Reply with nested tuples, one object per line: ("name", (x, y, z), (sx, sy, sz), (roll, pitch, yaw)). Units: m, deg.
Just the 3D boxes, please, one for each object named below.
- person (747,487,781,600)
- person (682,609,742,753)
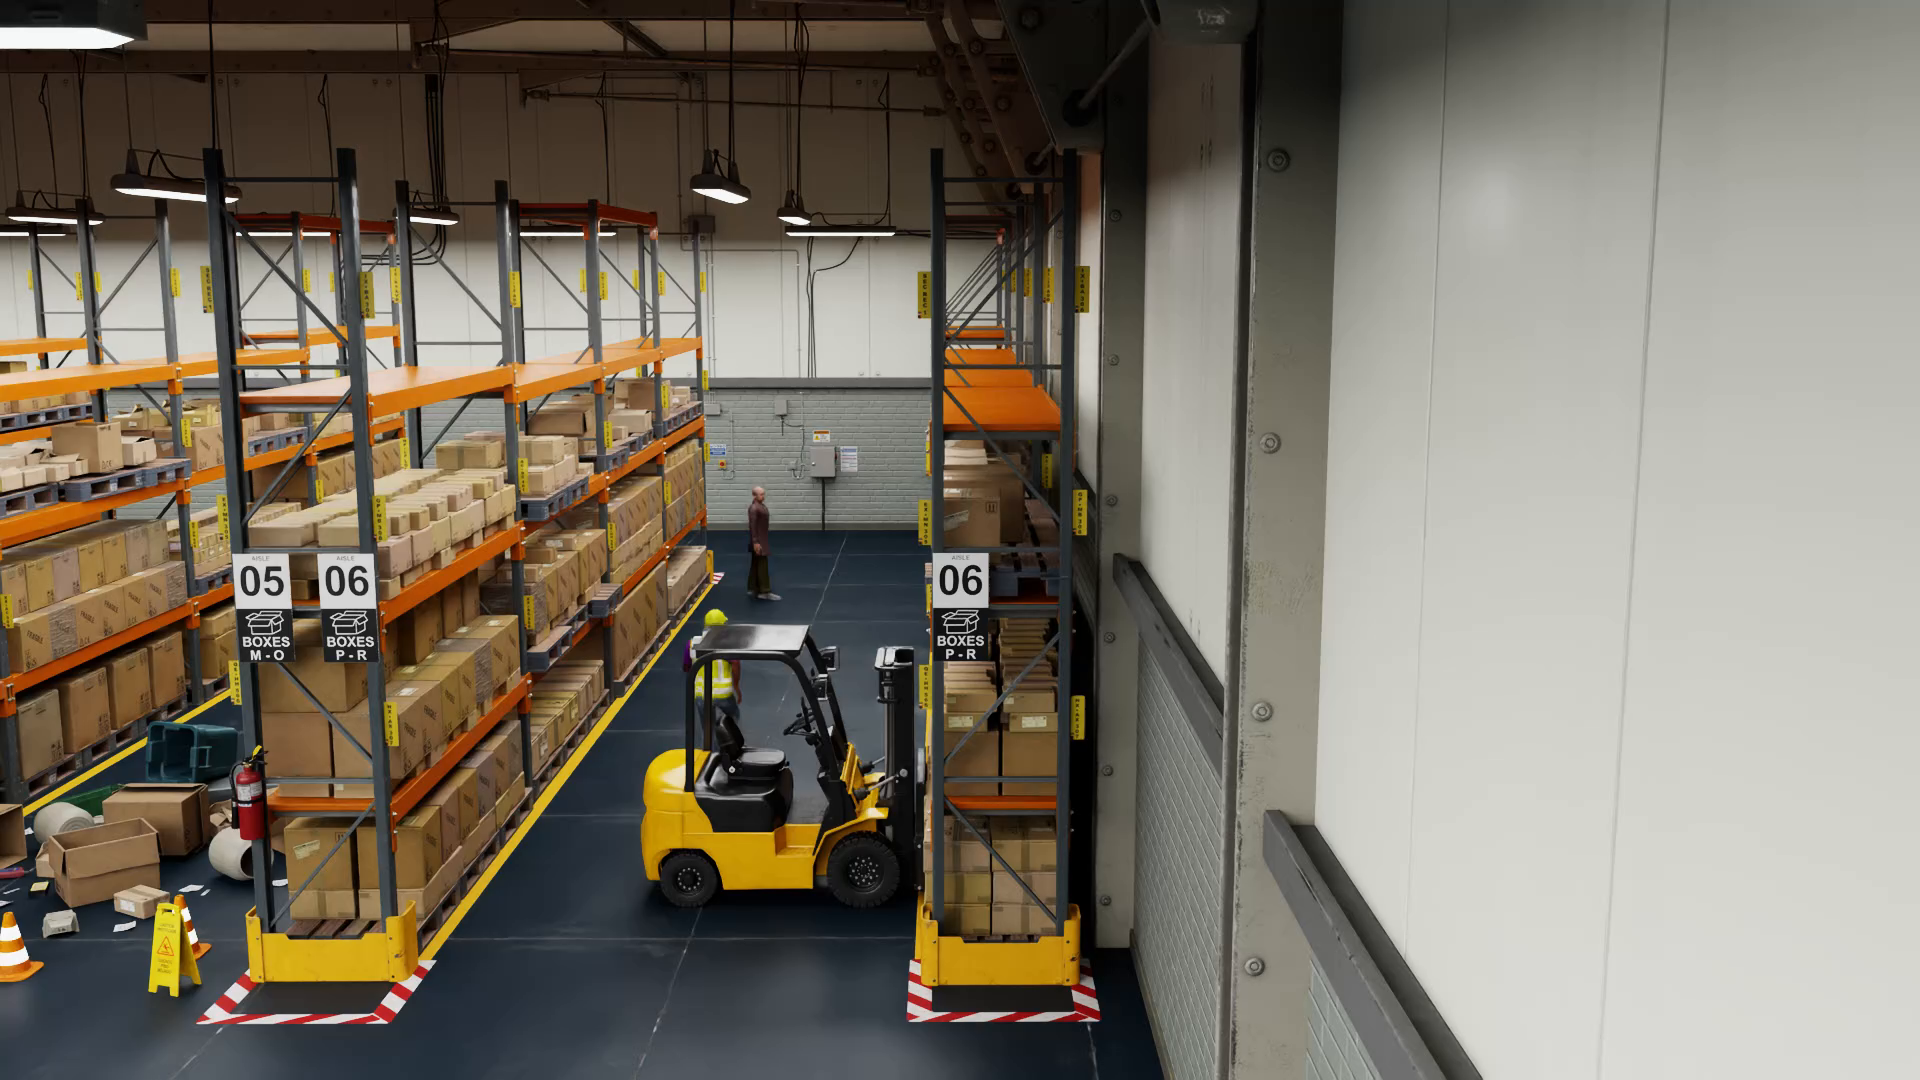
("person", (-3.155, 0.037, 26.629), (0.566, 1.801, 0.628), (-1, 9, -4))
("person", (-2.545, 1.573, 17.295), (0.674, 1.722, 0.700), (1, 9, 5))
